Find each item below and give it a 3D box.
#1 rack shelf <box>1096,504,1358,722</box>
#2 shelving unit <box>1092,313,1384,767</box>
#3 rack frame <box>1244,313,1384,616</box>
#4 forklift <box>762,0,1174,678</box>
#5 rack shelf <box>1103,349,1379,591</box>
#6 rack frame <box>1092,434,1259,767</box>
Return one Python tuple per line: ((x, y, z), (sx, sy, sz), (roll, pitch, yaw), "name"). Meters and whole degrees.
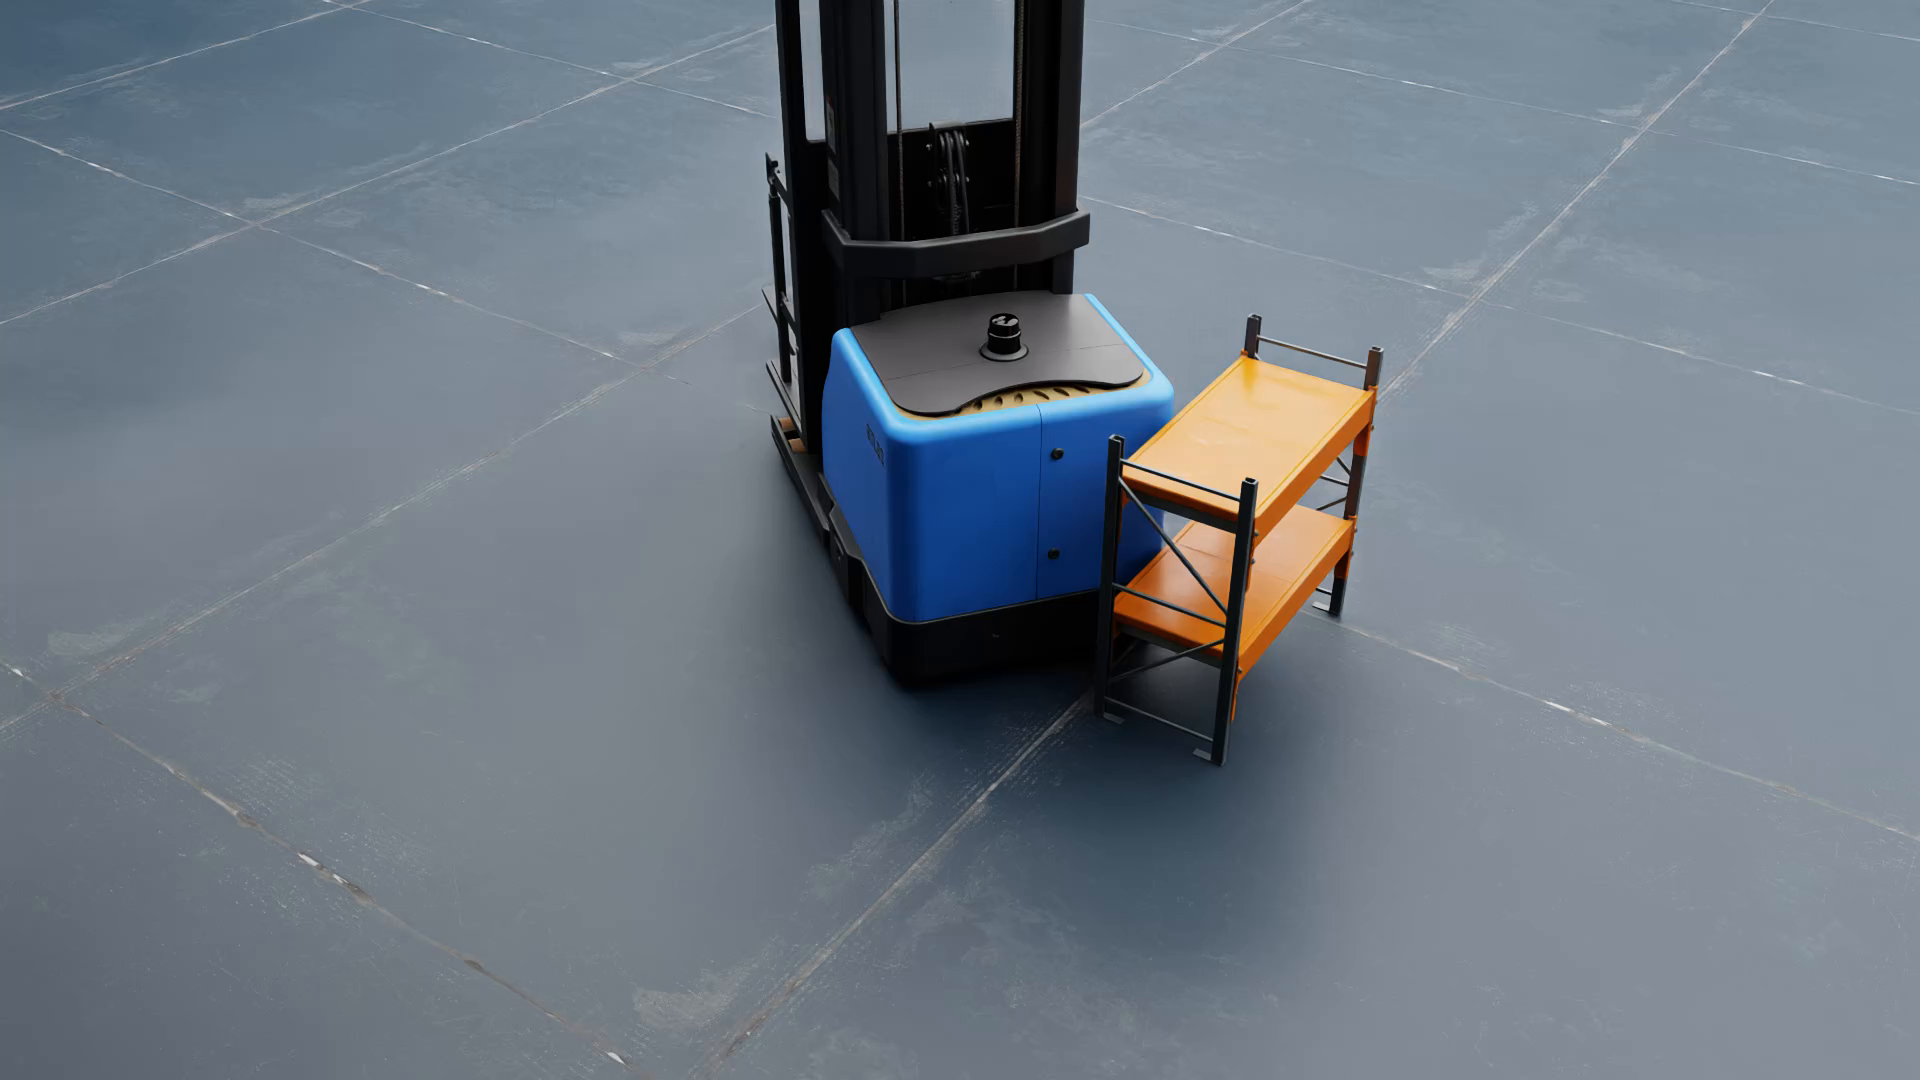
((0.962, 0.181, 5.915), (0.538, 0.278, 1.000), (20, 39, 27), "rack shelf")
((0.962, -0.022, 5.778), (0.538, 1.125, 1.048), (20, 39, 27), "shelving unit")
((1.241, -0.260, 6.131), (0.500, 1.125, 0.032), (20, 39, 27), "rack frame")
((-0.190, -1.546, 6.420), (1.130, 2.935, 3.031), (-10, 35, -15), "forklift")
((0.962, -0.264, 5.614), (0.538, 0.278, 1.000), (20, 39, 27), "rack shelf")
((0.683, 0.216, 5.426), (0.500, 1.125, 0.032), (20, 39, 27), "rack frame")
